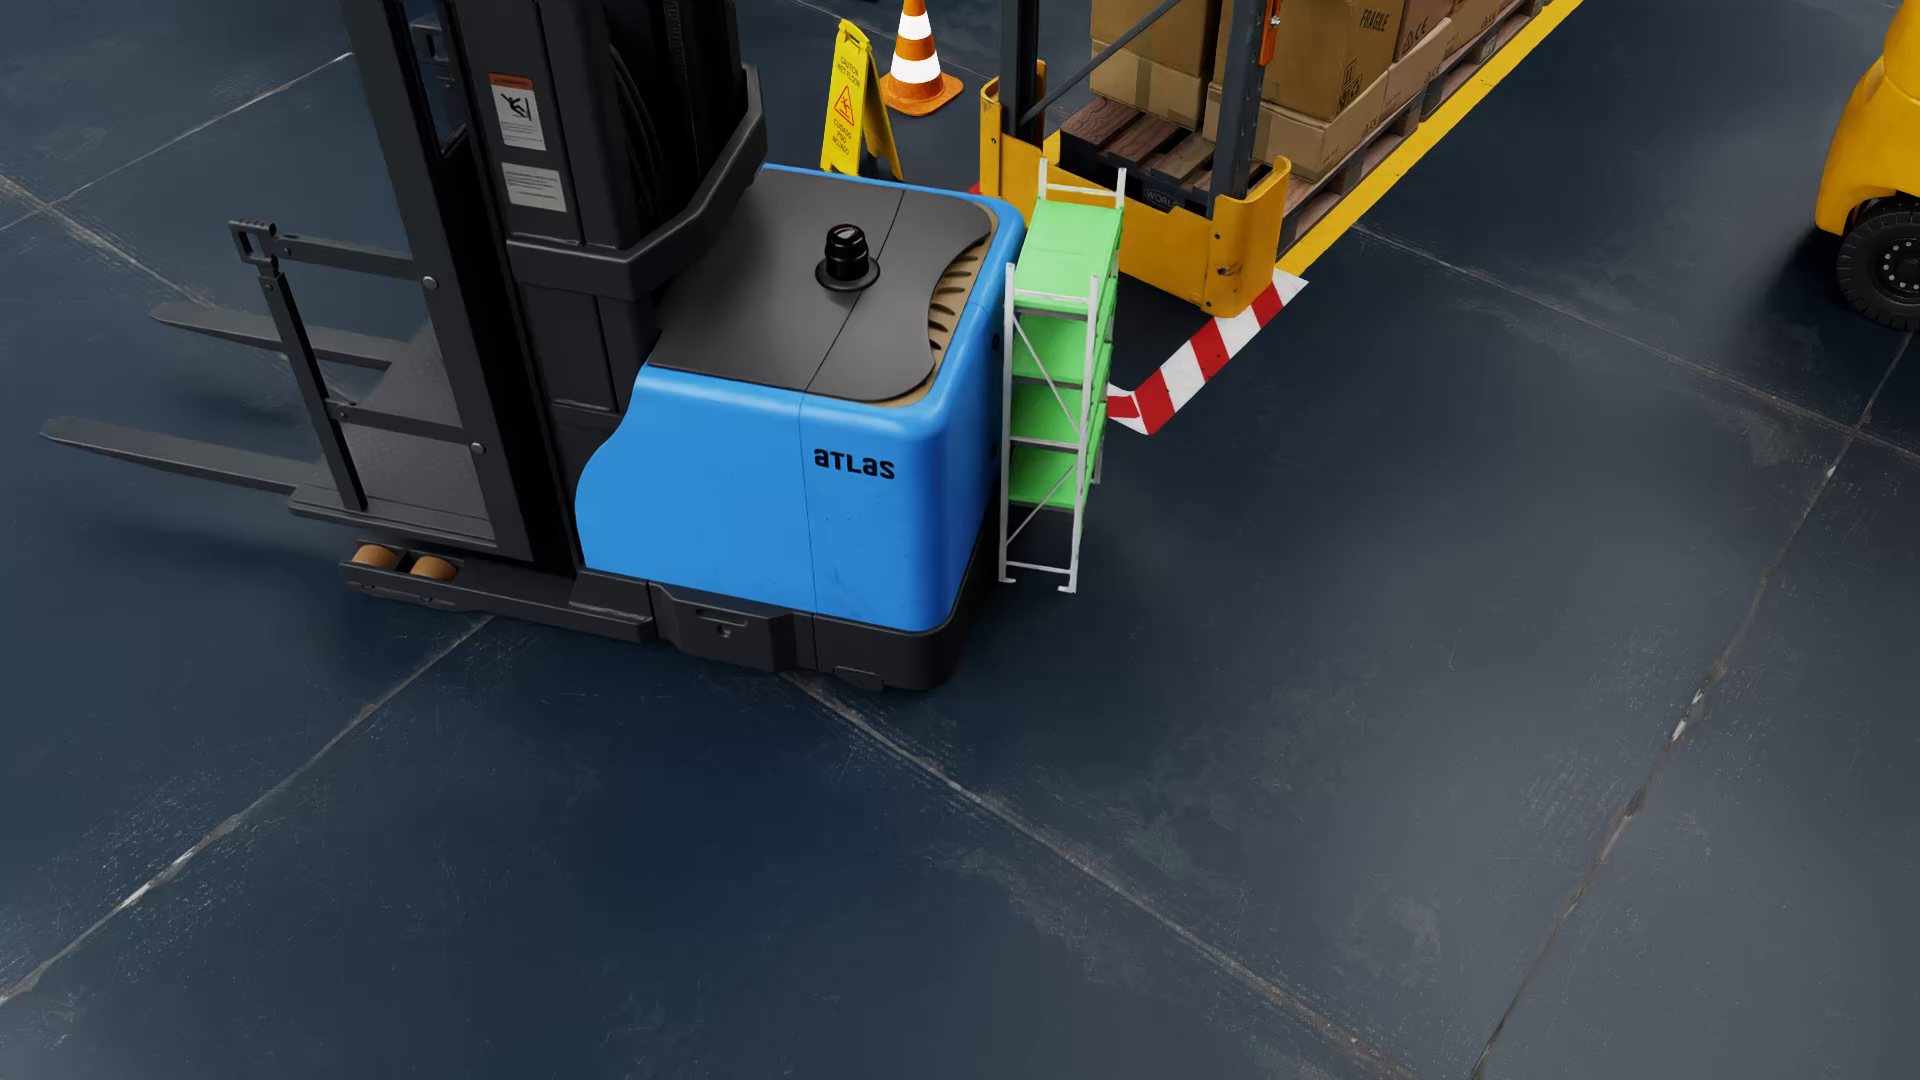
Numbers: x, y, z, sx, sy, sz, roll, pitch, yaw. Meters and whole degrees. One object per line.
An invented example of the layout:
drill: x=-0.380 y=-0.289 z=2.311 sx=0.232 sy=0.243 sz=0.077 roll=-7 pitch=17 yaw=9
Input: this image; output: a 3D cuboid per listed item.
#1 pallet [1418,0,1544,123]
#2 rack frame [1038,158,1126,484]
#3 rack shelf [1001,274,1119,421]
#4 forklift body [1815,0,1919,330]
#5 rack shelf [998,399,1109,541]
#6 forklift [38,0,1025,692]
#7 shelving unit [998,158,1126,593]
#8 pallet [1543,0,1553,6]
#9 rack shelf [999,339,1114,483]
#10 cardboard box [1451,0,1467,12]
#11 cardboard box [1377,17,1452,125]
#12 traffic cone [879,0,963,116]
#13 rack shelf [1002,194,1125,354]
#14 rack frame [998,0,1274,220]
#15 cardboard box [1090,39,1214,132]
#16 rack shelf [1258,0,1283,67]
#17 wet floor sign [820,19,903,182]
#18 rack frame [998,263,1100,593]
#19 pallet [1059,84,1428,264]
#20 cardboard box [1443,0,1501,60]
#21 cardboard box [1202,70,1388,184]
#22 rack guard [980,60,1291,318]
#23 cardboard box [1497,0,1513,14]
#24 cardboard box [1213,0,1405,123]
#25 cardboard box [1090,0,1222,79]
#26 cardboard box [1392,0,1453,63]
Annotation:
pallet: x=1.888 y=-2.357 z=7.355 sx=1.003 sy=0.211 sz=1.213 roll=29 pitch=53 yaw=25
rack frame: x=0.338 y=-0.619 z=5.011 sx=0.240 sy=1.200 sz=0.015 roll=9 pitch=47 yaw=8
rack shelf: x=0.288 y=-0.568 z=4.719 sx=0.258 sy=0.148 sz=0.480 roll=9 pitch=47 yaw=8
forklift body: x=4.216 y=-1.538 z=5.232 sx=2.313 sy=2.155 sz=1.214 roll=29 pitch=53 yaw=25
rack shelf: x=0.288 y=-0.236 z=5.066 sx=0.258 sy=0.148 sz=0.480 roll=9 pitch=47 yaw=8
forklift: x=-1.377 y=-1.160 z=4.331 sx=3.031 sy=2.935 sz=1.130 roll=11 pitch=47 yaw=10
shelving unit: x=0.288 y=-0.446 z=4.847 sx=0.258 sy=1.200 sz=0.503 roll=9 pitch=47 yaw=8
pallet: x=2.634 y=-3.058 z=8.025 sx=1.003 sy=0.211 sz=1.213 roll=29 pitch=53 yaw=25
rack shelf: x=0.288 y=-0.402 z=4.893 sx=0.258 sy=0.148 sz=0.480 roll=9 pitch=47 yaw=8
cardboard box: x=1.926 y=-2.524 z=6.679 sx=0.500 sy=0.500 sz=0.500 roll=30 pitch=53 yaw=26
cardboard box: x=1.601 y=-1.955 z=6.655 sx=0.500 sy=0.250 sz=0.500 roll=31 pitch=54 yaw=26
traffic cone: x=-0.187 y=-2.072 z=6.909 sx=0.336 sy=0.463 sz=0.334 roll=29 pitch=53 yaw=25
rack shelf: x=0.288 y=-0.734 z=4.546 sx=0.258 sy=0.148 sz=0.480 roll=9 pitch=47 yaw=8
rack frame: x=0.571 y=-2.132 z=5.212 sx=1.000 sy=3.000 sz=0.127 roll=29 pitch=53 yaw=25
cardboard box: x=0.867 y=-1.923 z=6.623 sx=0.500 sy=0.250 sz=0.500 roll=29 pitch=53 yaw=25
rack shelf: x=1.793 y=-3.028 z=6.566 sx=1.077 sy=0.370 sz=4.000 roll=29 pitch=53 yaw=25
wet floor sign: x=-0.392 y=-1.683 z=6.412 sx=0.232 sy=0.644 sz=0.267 roll=-25 pitch=51 yaw=-22
rack frame: x=0.237 y=-0.274 z=4.682 sx=0.240 sy=1.200 sz=0.015 roll=9 pitch=47 yaw=8
pallet: x=1.142 y=-1.662 z=6.691 sx=1.003 sy=0.211 sz=1.213 roll=29 pitch=53 yaw=25
cardboard box: x=1.924 y=-2.273 z=6.958 sx=0.500 sy=0.250 sz=0.500 roll=33 pitch=54 yaw=27
cardboard box: x=1.283 y=-1.667 z=6.379 sx=0.500 sy=0.250 sz=0.500 roll=29 pitch=53 yaw=25
rack guard: x=0.617 y=-1.312 z=6.158 sx=1.175 sy=0.500 sz=0.348 roll=29 pitch=53 yaw=25
cardboard box: x=2.235 y=-2.561 z=7.233 sx=0.500 sy=0.250 sz=0.500 roll=30 pitch=53 yaw=26
cardboard box: x=1.297 y=-1.940 z=6.121 sx=0.500 sy=0.500 sz=0.500 roll=28 pitch=52 yaw=24
cardboard box: x=0.854 y=-2.160 z=6.332 sx=0.500 sy=0.500 sz=0.500 roll=30 pitch=53 yaw=25
cardboard box: x=1.613 y=-2.241 z=6.409 sx=0.500 sy=0.500 sz=0.500 roll=27 pitch=52 yaw=24
